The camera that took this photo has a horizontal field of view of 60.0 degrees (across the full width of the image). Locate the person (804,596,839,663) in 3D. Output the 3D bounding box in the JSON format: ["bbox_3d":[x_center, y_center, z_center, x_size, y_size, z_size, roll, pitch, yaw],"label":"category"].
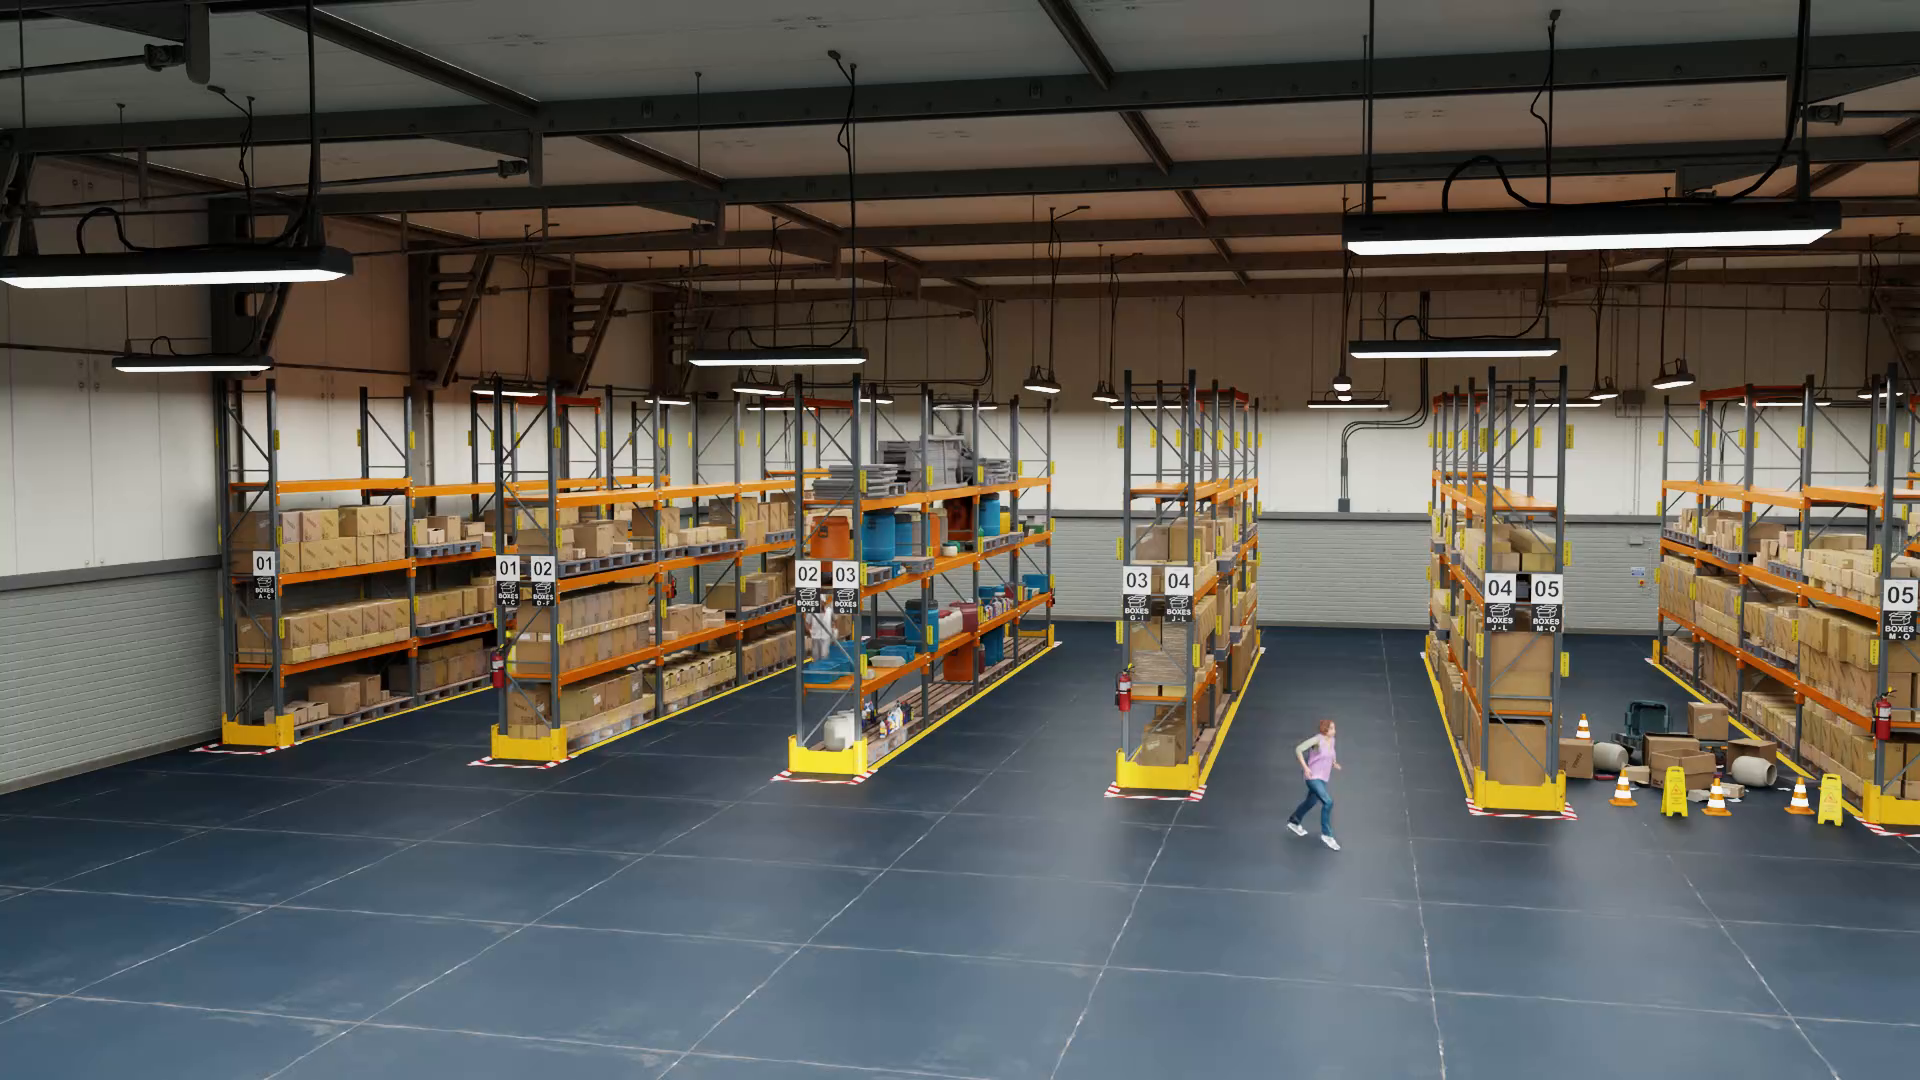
[{"bbox_3d":[-2.835,2.037,34.096,0.707,1.789,0.852,0,3,-1],"label":"person"}]

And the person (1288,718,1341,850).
[{"bbox_3d":[4.383,2.984,20.616,0.550,1.599,0.802,-3,5,-41],"label":"person"}]

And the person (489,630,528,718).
[{"bbox_3d":[-7.820,2.415,28.728,0.688,1.714,0.639,0,3,6],"label":"person"}]
